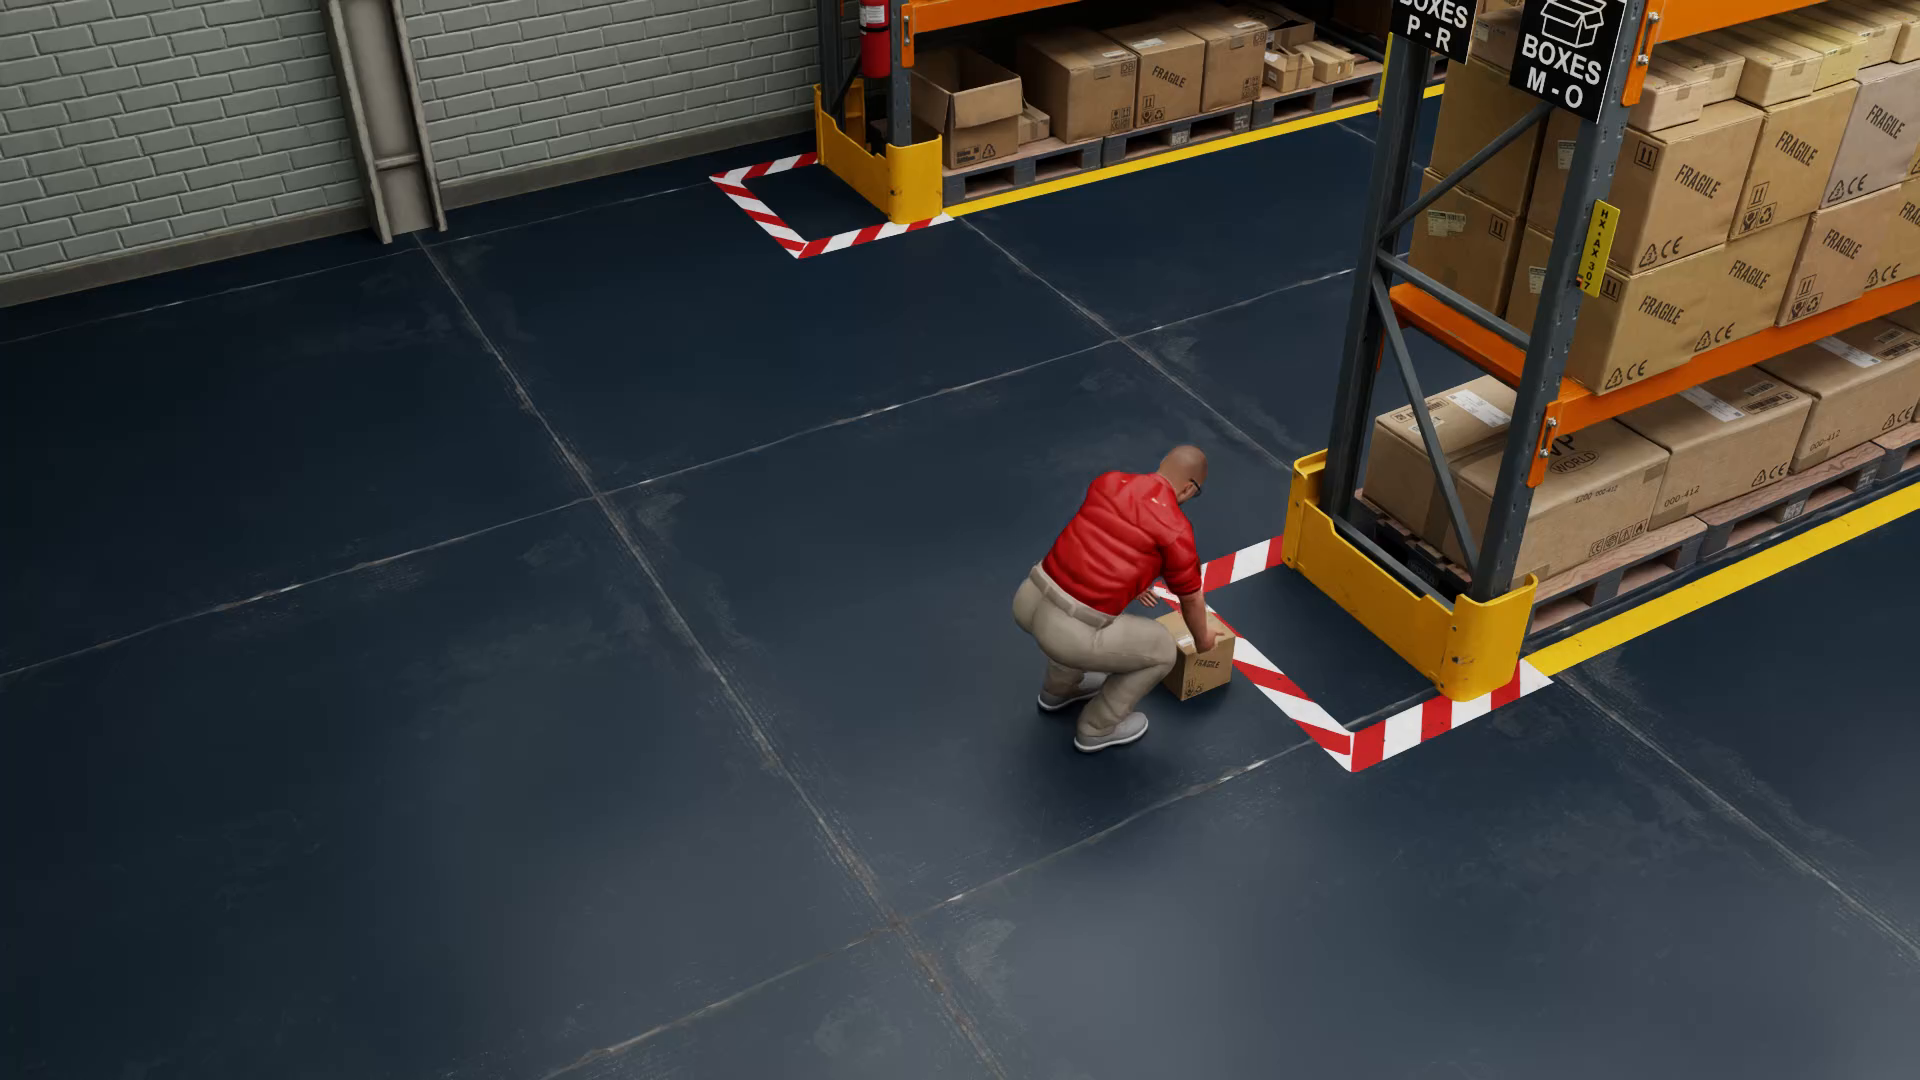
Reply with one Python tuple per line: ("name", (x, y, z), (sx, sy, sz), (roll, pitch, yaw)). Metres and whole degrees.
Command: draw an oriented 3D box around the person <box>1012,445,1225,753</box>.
("person", (0.636, 0.195, 6.420), (0.714, 1.114, 0.577), (-19, 41, -24))
